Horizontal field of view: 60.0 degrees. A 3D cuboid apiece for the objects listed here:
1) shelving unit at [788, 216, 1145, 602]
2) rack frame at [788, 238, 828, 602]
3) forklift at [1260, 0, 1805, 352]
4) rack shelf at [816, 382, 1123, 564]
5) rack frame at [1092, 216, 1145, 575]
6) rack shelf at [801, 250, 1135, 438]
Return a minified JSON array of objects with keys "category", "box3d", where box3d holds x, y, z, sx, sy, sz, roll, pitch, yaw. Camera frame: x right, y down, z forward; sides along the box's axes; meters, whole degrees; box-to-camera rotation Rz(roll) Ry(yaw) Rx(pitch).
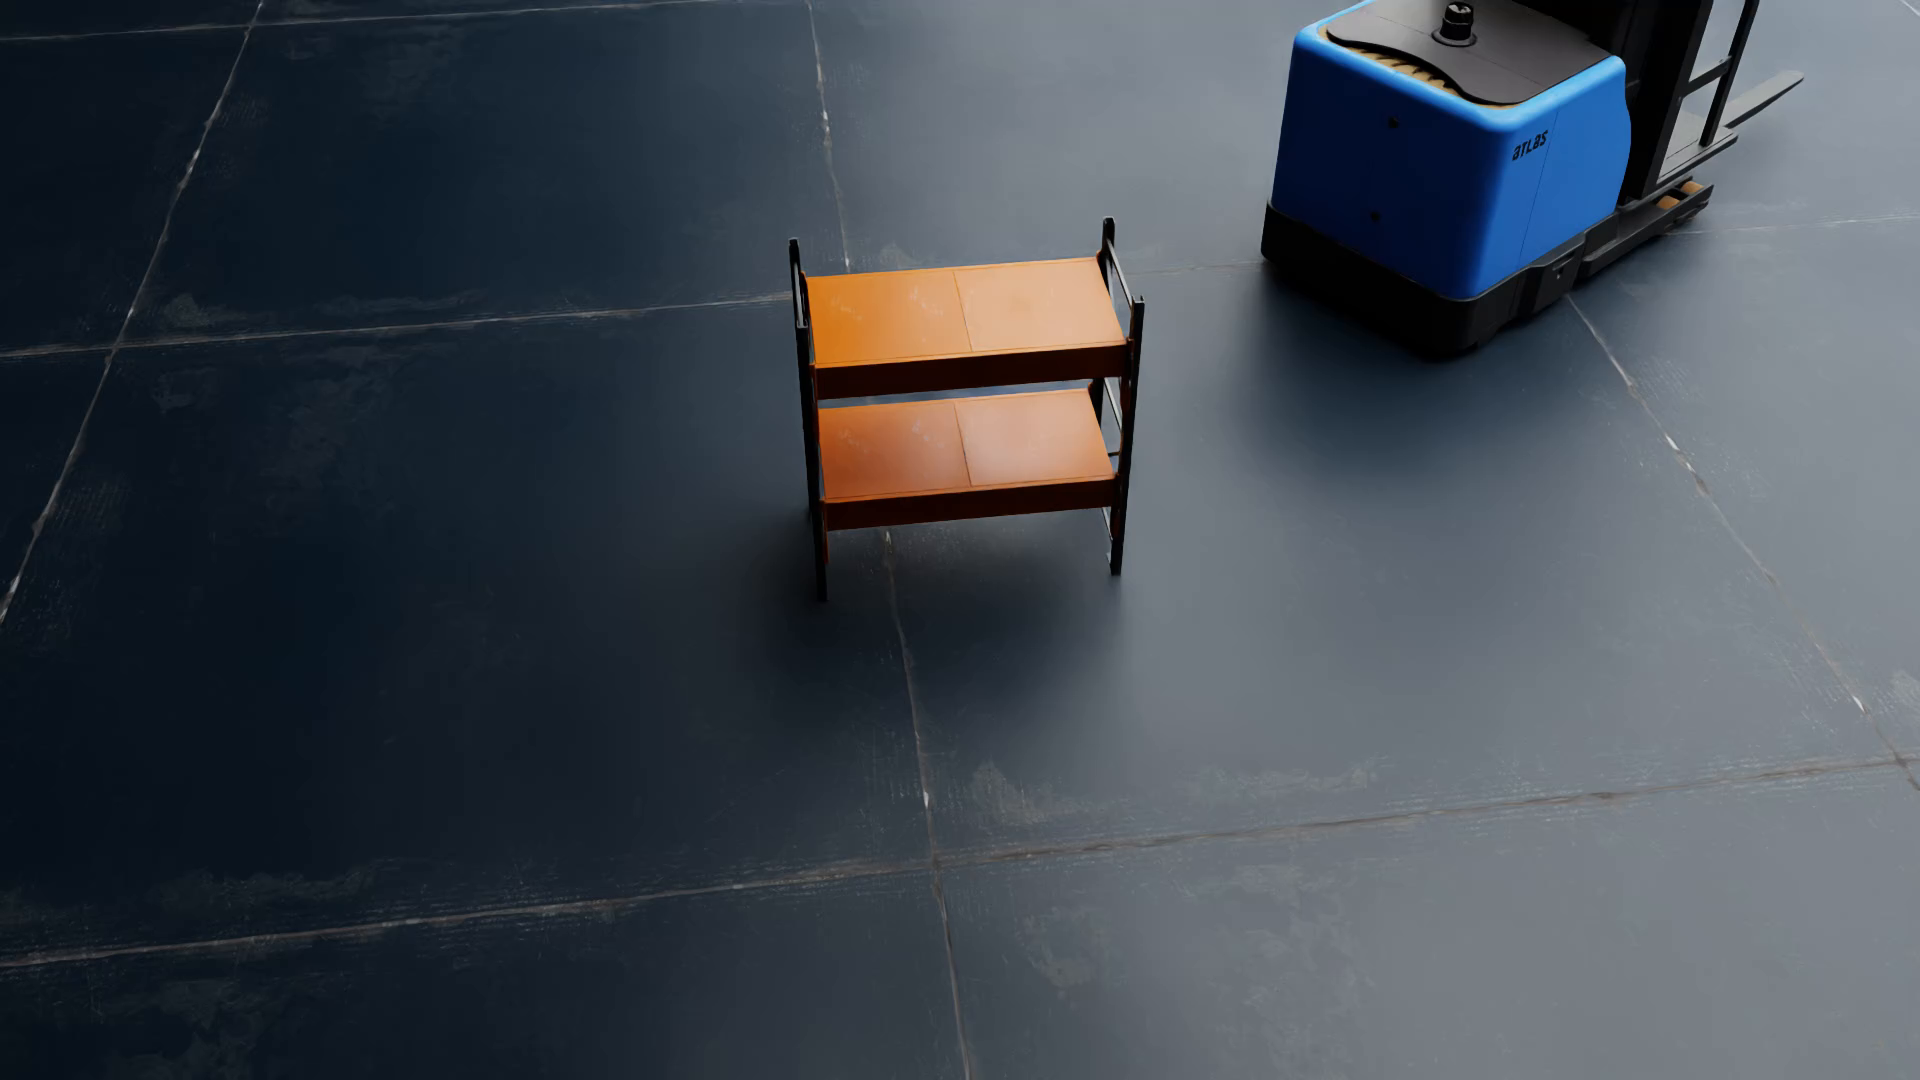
[{"category":"shelving unit","box3d":[0.007,-0.418,5.518,1.048,1.125,0.538,-5,42,-6]},{"category":"rack frame","box3d":[-0.497,-0.374,5.469,0.032,1.125,0.500,-5,42,-6]},{"category":"forklift","box3d":[2.738,-2.685,6.682,3.031,2.935,1.130,-30,50,-29]},{"category":"rack shelf","box3d":[0.007,-0.237,5.681,1.000,0.278,0.538,-5,42,-6]},{"category":"rack frame","box3d":[0.511,-0.462,5.566,0.032,1.125,0.500,-5,42,-6]},{"category":"rack shelf","box3d":[0.007,-0.636,5.322,1.000,0.278,0.538,-5,42,-6]}]
